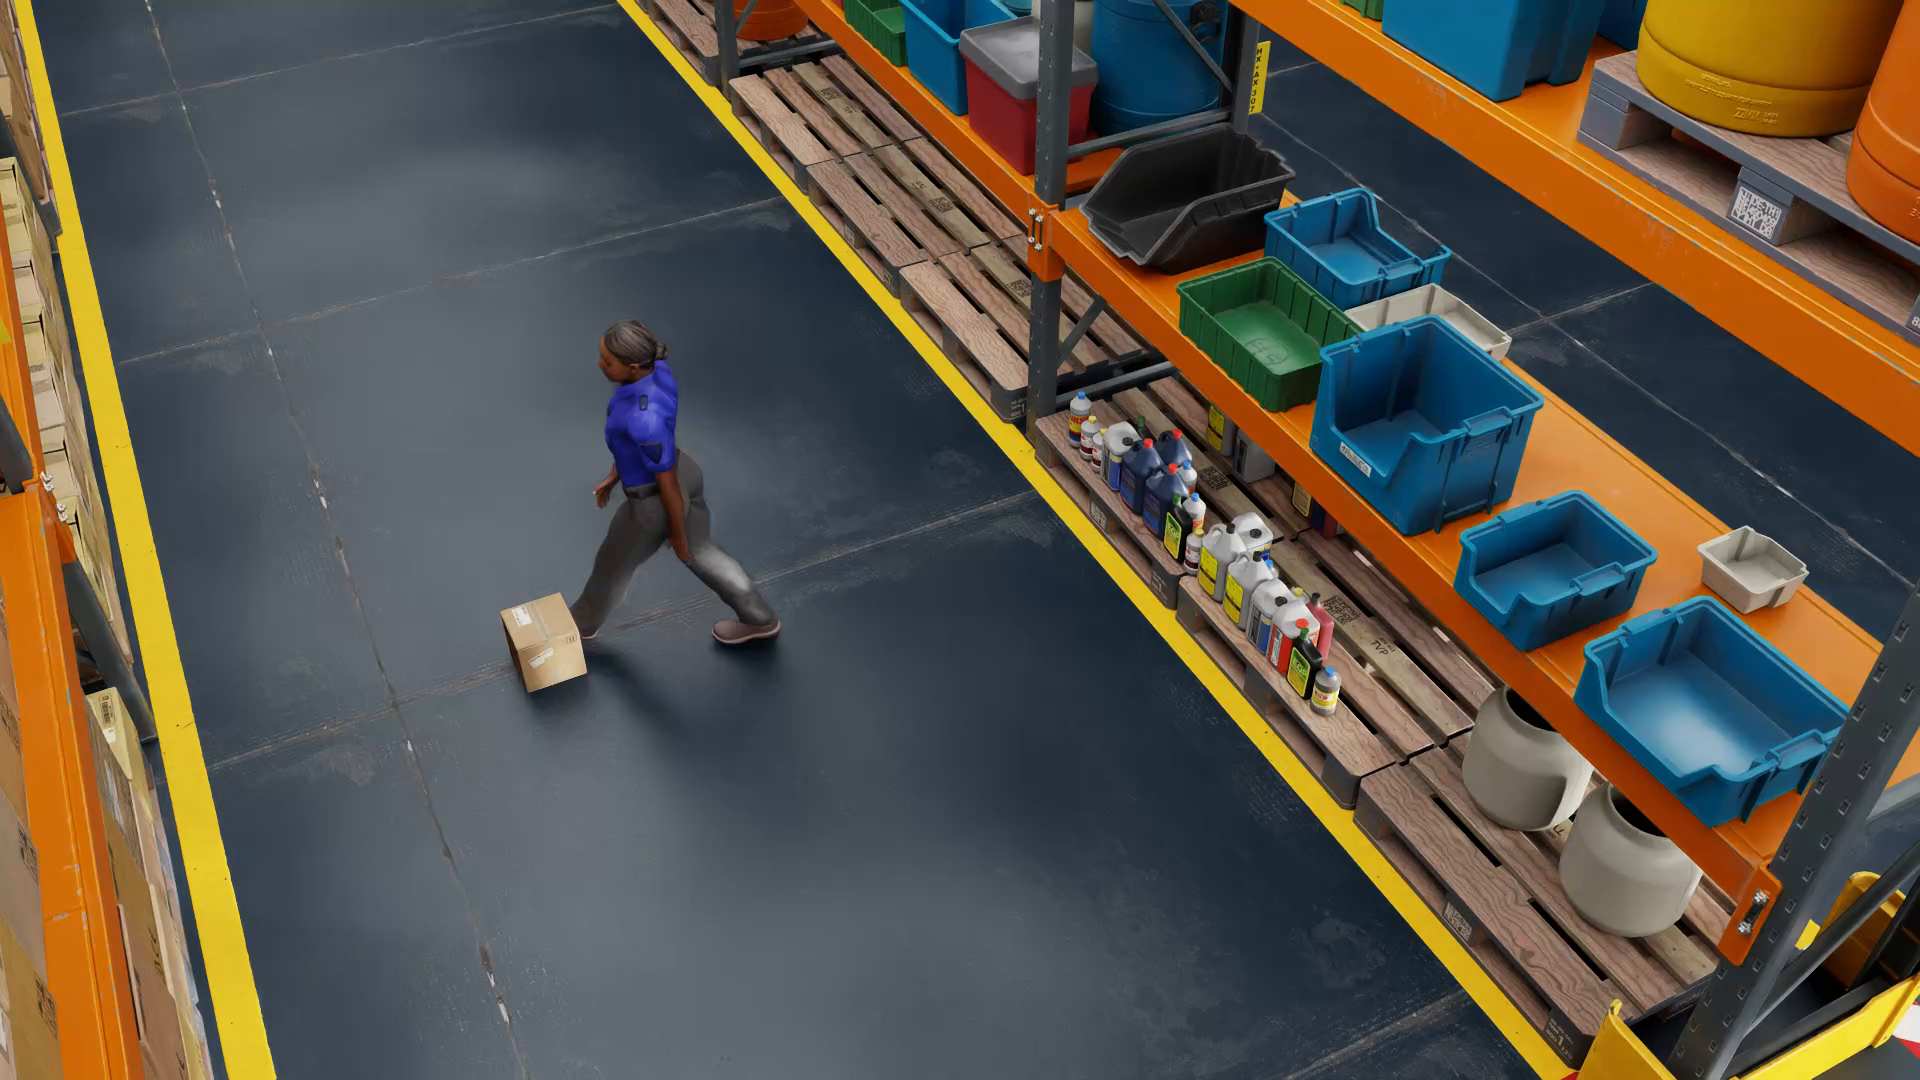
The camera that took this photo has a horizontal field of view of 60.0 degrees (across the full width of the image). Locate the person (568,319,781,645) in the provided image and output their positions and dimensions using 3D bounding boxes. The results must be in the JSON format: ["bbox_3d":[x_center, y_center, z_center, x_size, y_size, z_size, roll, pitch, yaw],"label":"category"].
[{"bbox_3d":[-1.262,-0.179,6.395,1.039,1.577,0.433,4,42,4],"label":"person"}]
